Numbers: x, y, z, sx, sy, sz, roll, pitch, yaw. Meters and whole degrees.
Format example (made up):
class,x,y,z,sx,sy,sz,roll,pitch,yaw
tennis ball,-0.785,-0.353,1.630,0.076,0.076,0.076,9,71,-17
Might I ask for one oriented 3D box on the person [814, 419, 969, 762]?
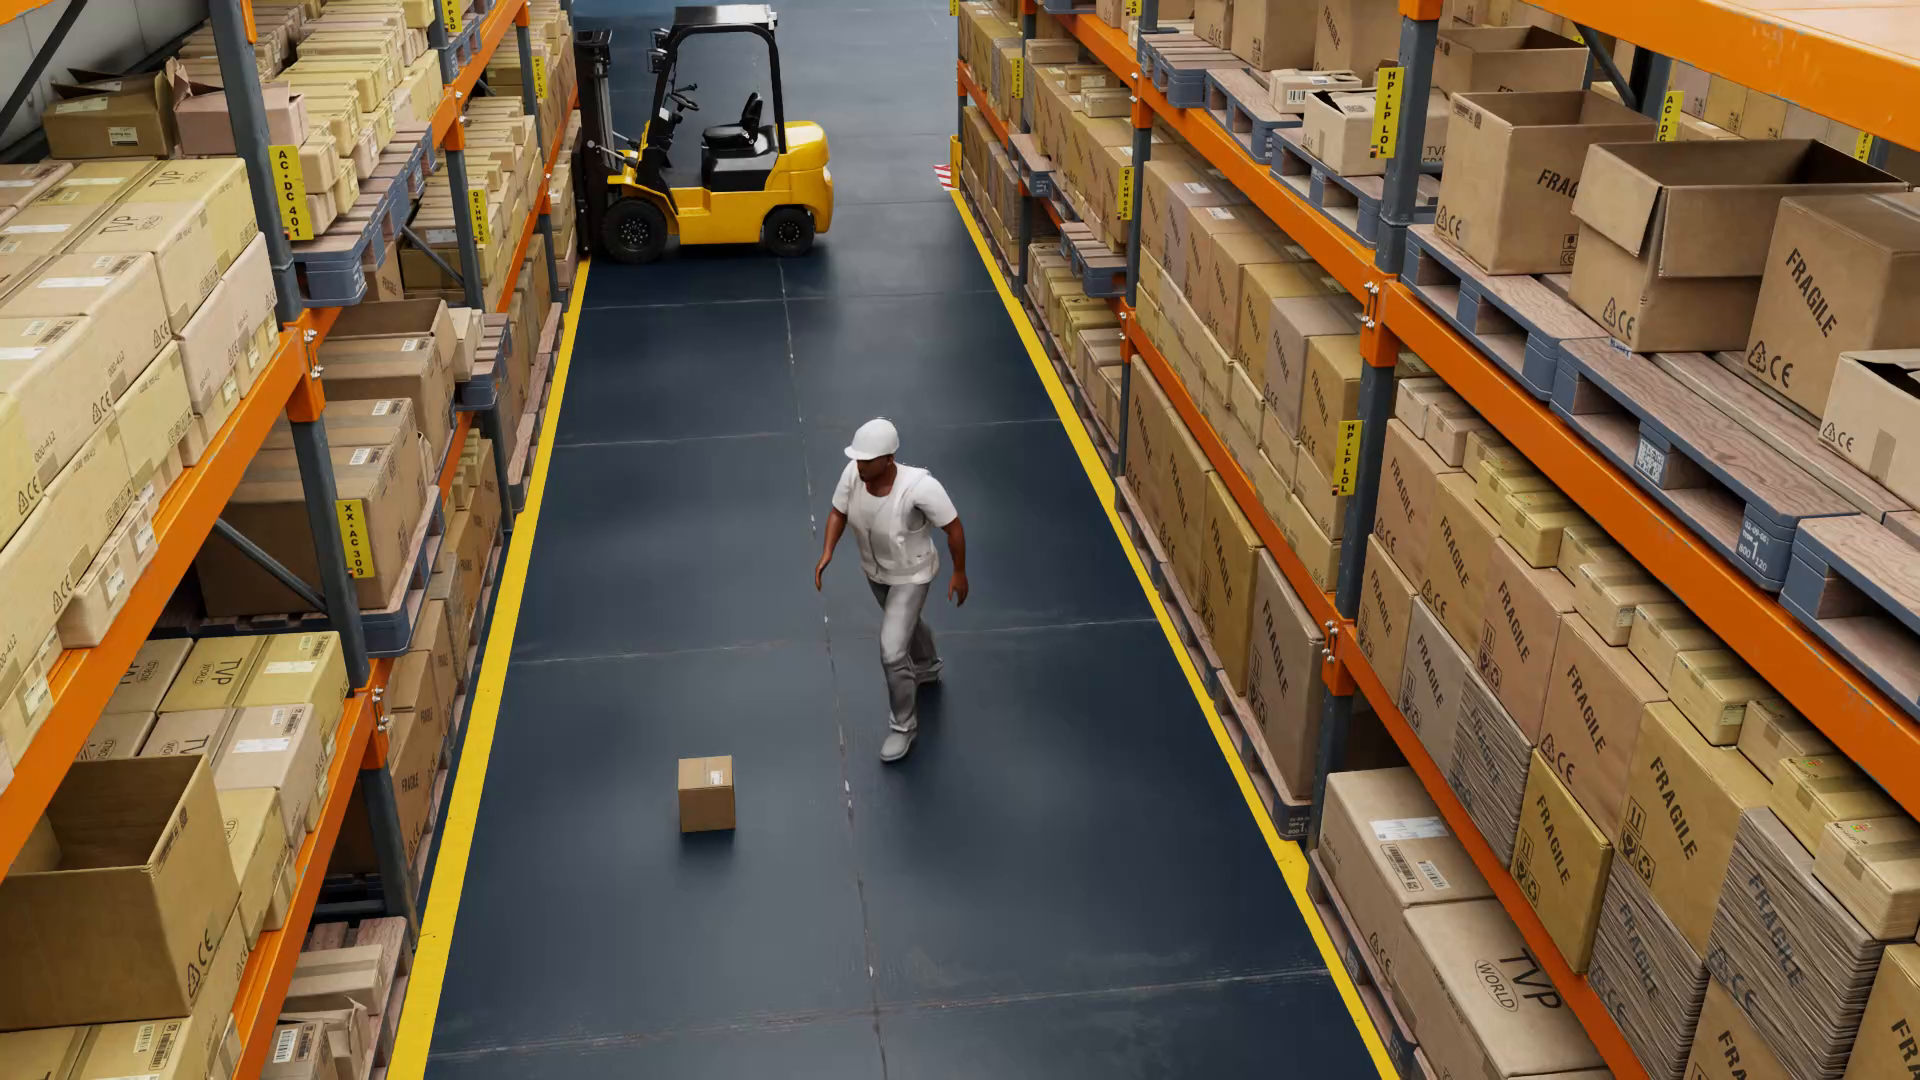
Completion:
class,x,y,z,sx,sy,sz,roll,pitch,yaw
person,-0.318,0.151,8.320,0.689,1.695,0.823,24,35,38
